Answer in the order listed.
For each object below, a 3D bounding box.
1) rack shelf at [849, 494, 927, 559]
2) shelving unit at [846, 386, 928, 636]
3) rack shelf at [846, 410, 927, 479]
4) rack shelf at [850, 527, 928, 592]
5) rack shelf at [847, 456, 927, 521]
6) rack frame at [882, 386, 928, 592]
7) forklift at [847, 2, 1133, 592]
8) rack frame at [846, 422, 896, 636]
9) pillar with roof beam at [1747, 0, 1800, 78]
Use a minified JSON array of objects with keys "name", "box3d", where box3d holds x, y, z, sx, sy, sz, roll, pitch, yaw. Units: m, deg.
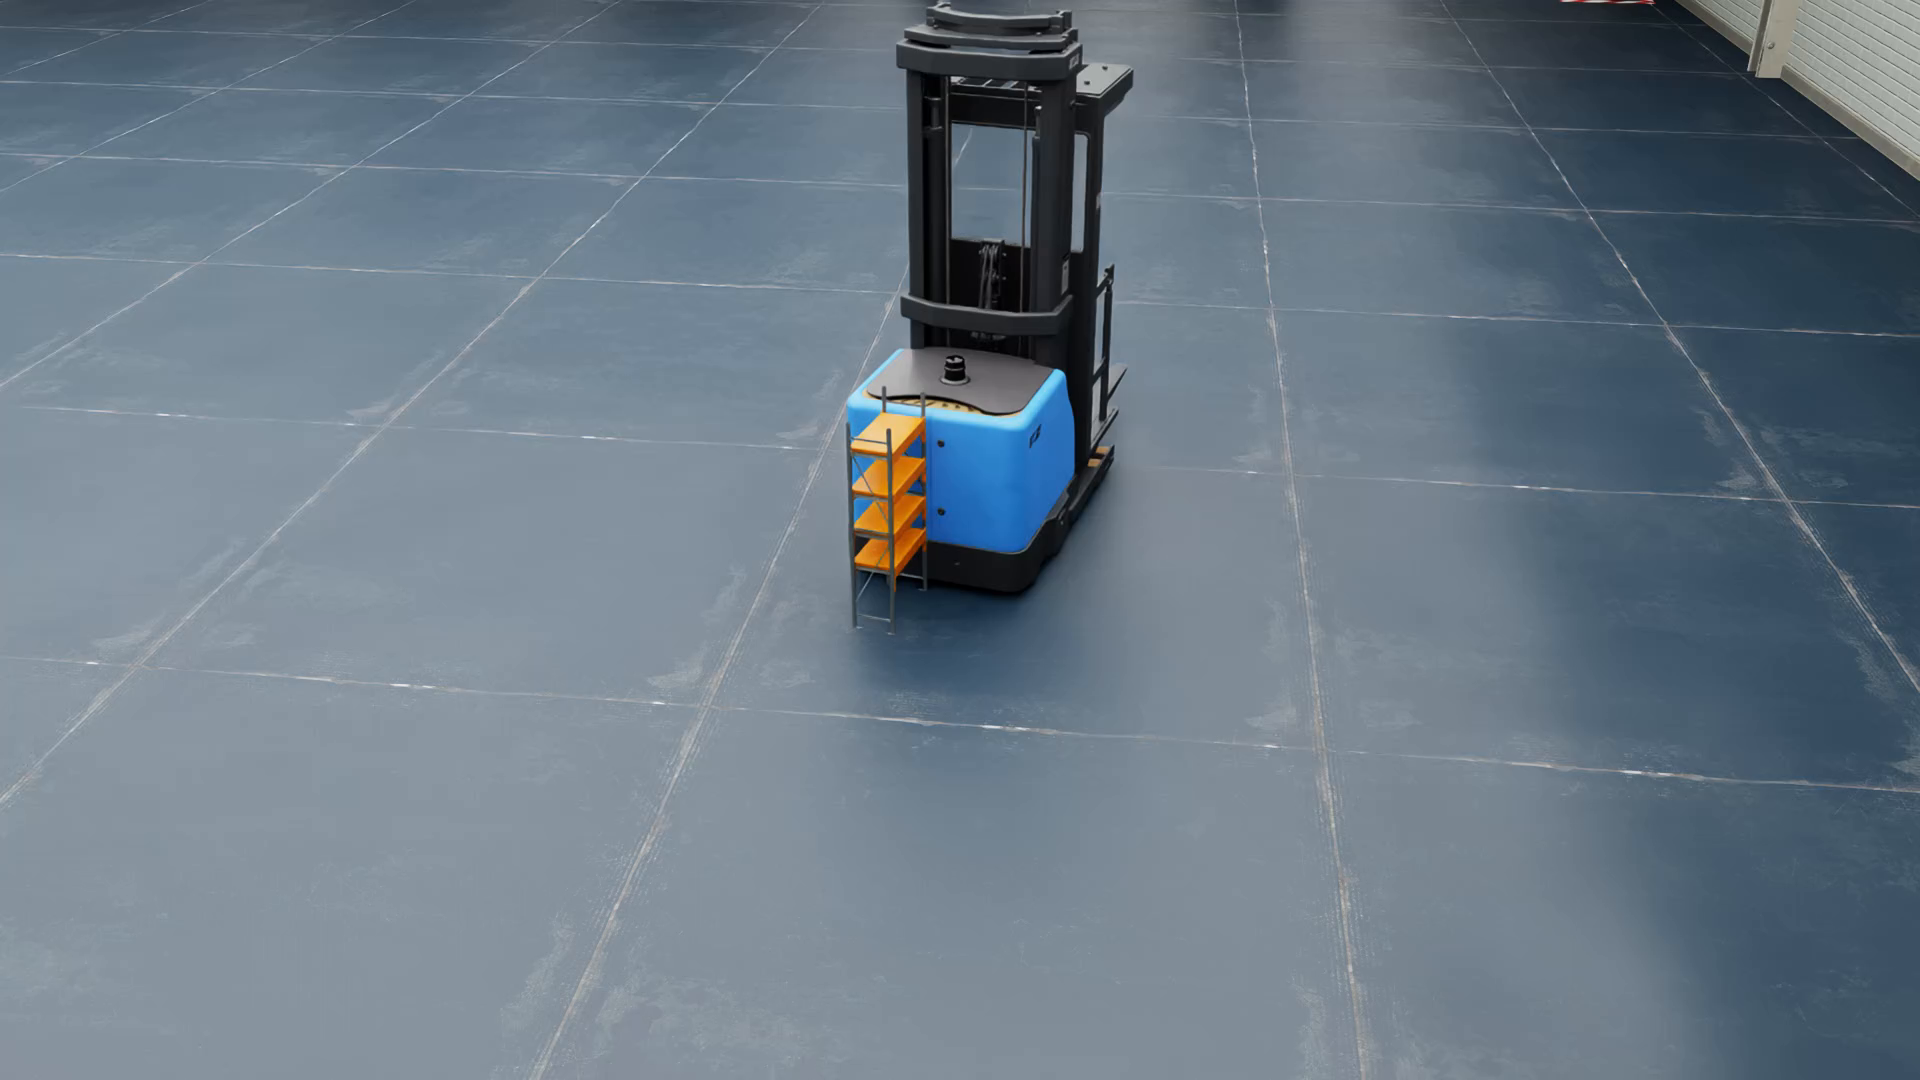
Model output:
[{"name":"rack shelf","box3d":[-0.376,-0.092,8.797,0.258,0.148,0.480,9,30,17]},{"name":"shelving unit","box3d":[-0.376,-0.151,8.765,0.258,1.200,0.503,9,30,17]},{"name":"rack shelf","box3d":[-0.376,-0.497,8.579,0.258,0.148,0.480,9,30,17]},{"name":"rack shelf","box3d":[-0.376,0.083,8.891,0.258,0.148,0.480,9,30,17]},{"name":"rack shelf","box3d":[-0.376,-0.289,8.691,0.258,0.148,0.480,9,30,17]},{"name":"rack frame","box3d":[-0.296,-0.260,8.968,0.240,1.200,0.015,9,30,17]},{"name":"forklift","box3d":[0.341,-1.689,9.794,1.130,2.935,3.031,9,30,17]},{"name":"rack frame","box3d":[-0.456,-0.042,8.562,0.240,1.200,0.015,9,30,17]},{"name":"pillar with roof beam","box3d":[5.564,-9.908,18.653,9.100,9.000,0.400,3,28,6]}]
